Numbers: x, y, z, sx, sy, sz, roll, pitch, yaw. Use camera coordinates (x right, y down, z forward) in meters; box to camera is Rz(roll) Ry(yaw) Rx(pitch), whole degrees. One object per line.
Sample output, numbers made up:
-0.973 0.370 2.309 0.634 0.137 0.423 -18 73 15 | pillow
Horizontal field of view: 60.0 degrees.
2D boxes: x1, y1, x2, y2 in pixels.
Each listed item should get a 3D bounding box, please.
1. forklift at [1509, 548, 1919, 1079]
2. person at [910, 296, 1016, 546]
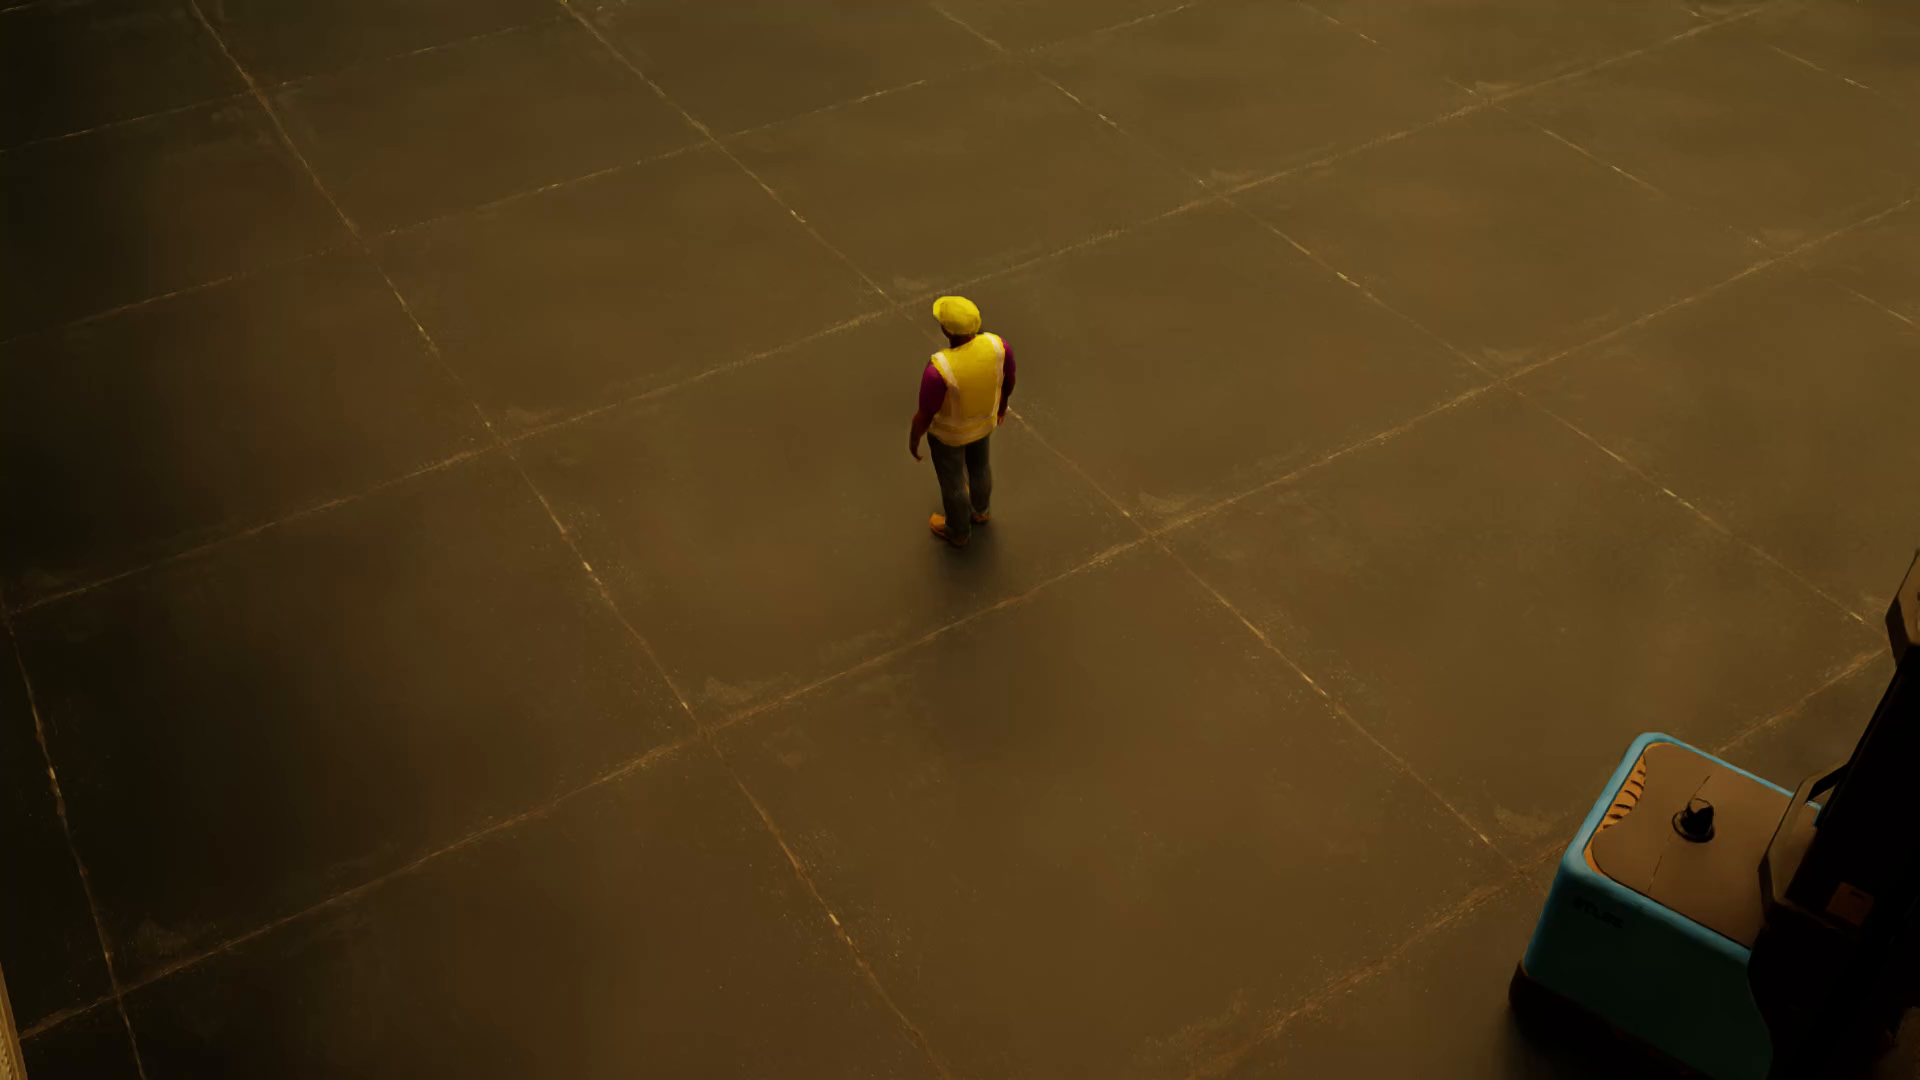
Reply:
3.988 1.386 6.285 3.031 2.935 1.130 27 48 27 | forklift
-0.033 -0.711 9.559 0.665 1.766 0.576 -23 46 -24 | person
